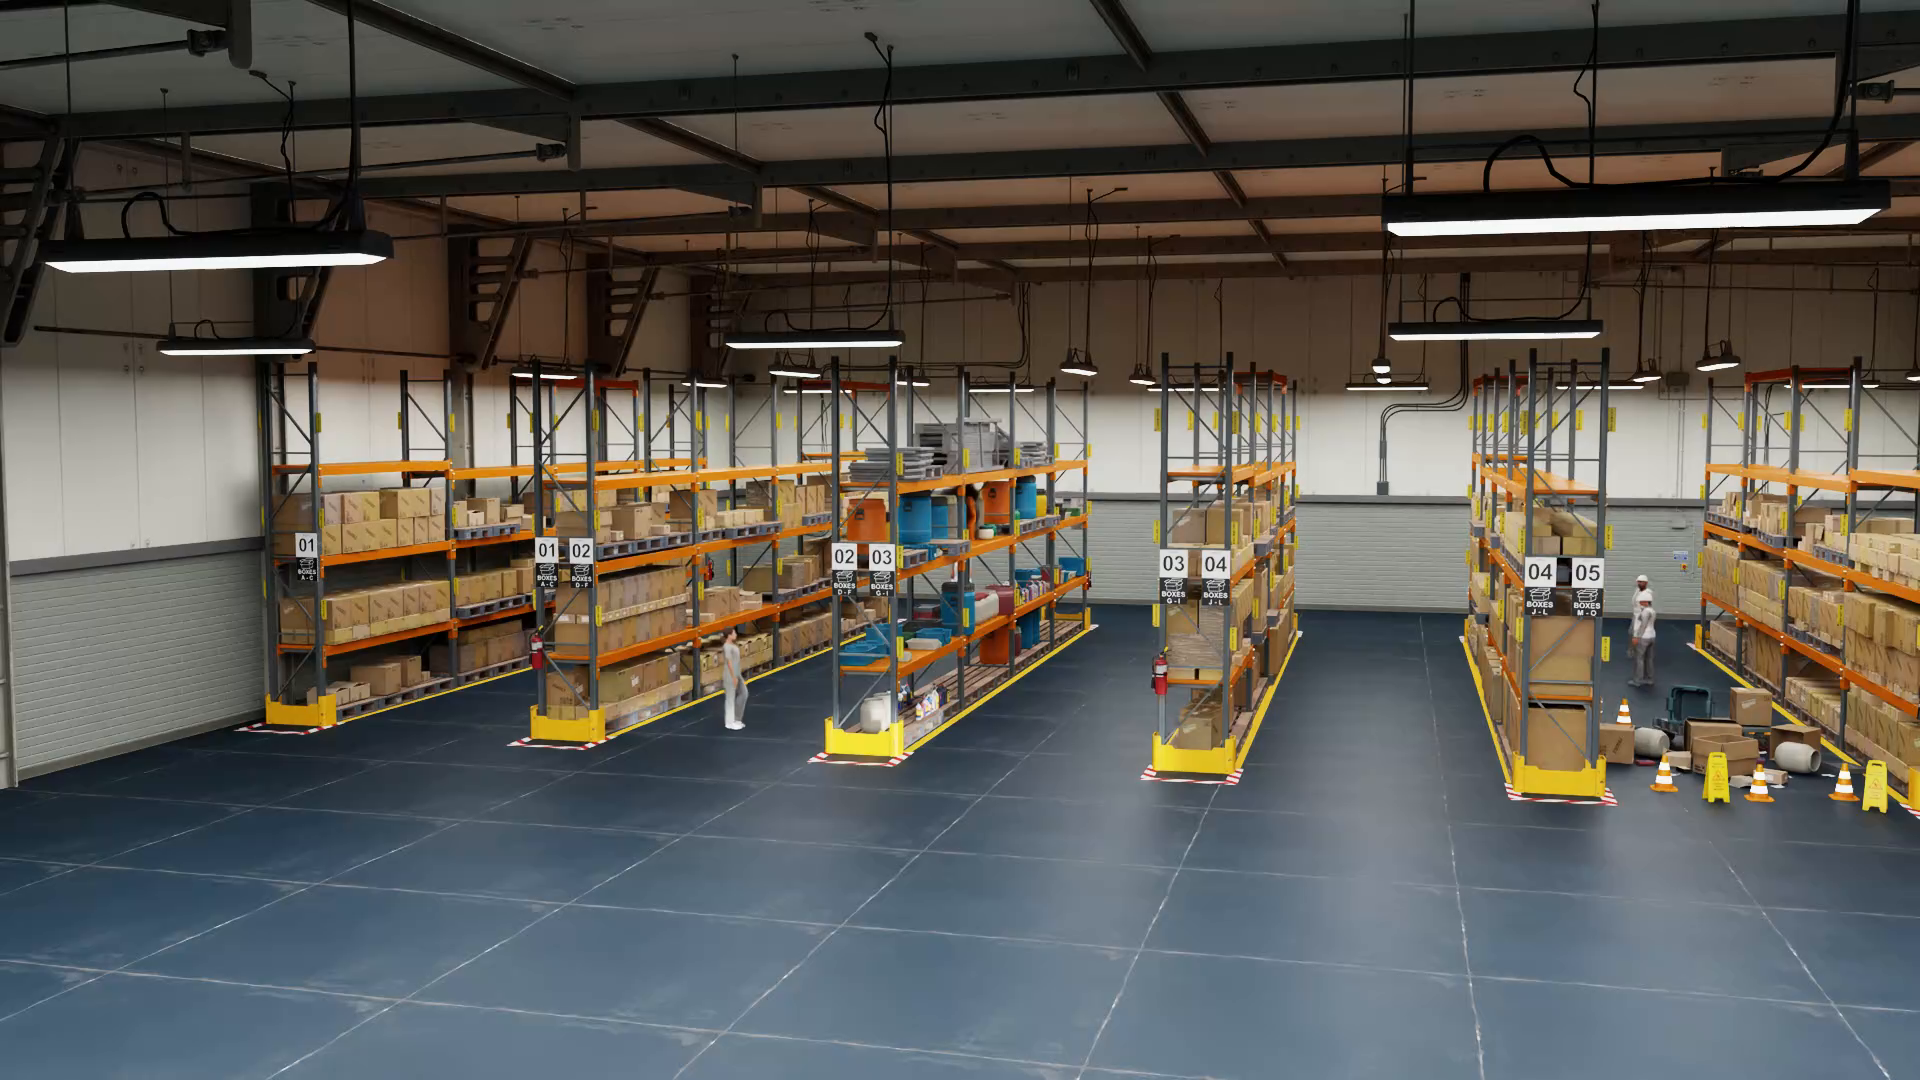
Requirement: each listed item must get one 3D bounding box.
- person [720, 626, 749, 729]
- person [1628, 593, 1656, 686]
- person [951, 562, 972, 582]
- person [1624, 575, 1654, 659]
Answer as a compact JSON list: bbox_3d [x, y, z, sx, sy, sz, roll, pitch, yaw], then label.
[{"bbox_3d":[-3.729,2.263,27.284,0.412,1.710,0.456,1,4,16],"label":"person"},{"bbox_3d":[13.035,1.894,31.748,0.624,1.777,0.425,-4,5,-41],"label":"person"},{"bbox_3d":[0.021,1.068,43.264,0.606,1.733,1.025,1,4,8],"label":"person"},{"bbox_3d":[14.397,1.668,35.258,0.603,1.862,0.618,1,4,16],"label":"person"}]
